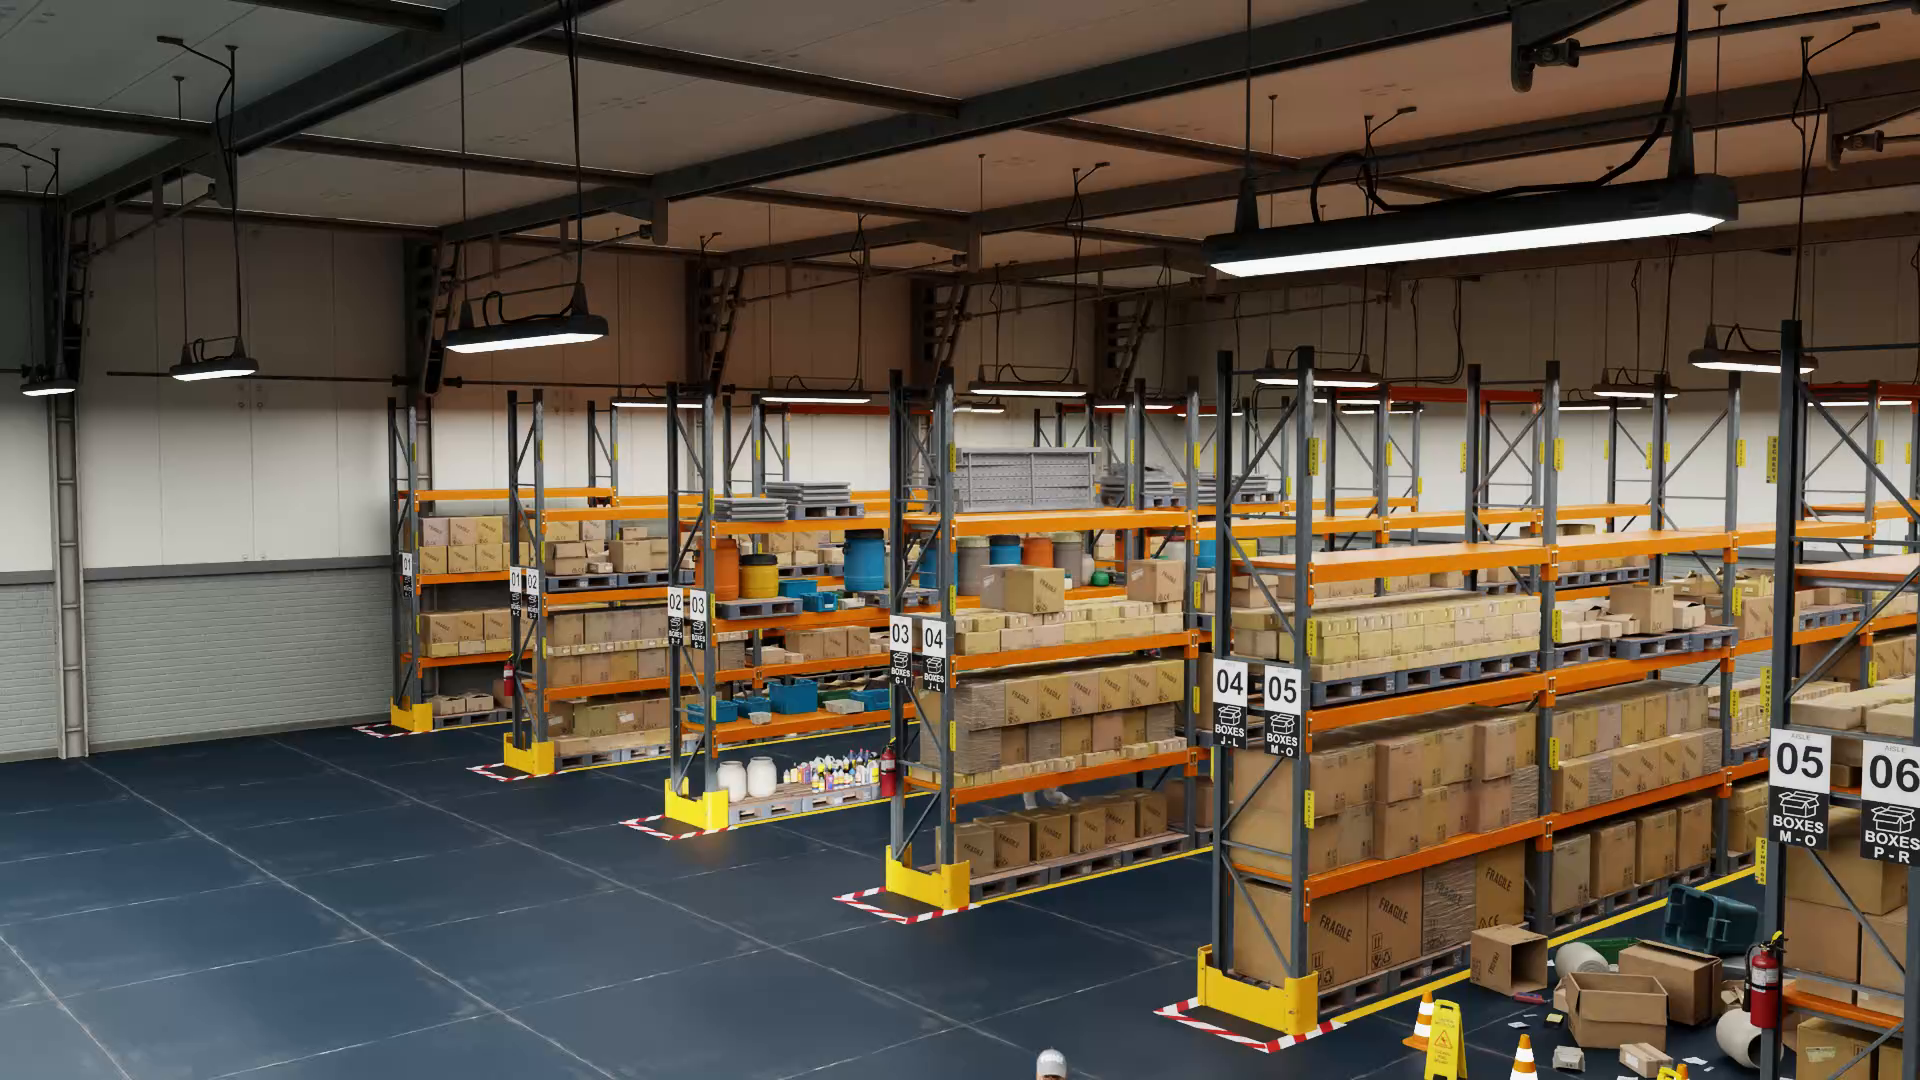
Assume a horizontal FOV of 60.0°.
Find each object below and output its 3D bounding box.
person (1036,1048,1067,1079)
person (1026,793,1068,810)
[{"bbox_3d":[0.522,3.764,9.590,0.631,1.717,0.809,0,3,4],"label":"person"},{"bbox_3d":[1.161,3.060,21.997,0.996,1.732,0.670,-3,4,-37],"label":"person"}]
